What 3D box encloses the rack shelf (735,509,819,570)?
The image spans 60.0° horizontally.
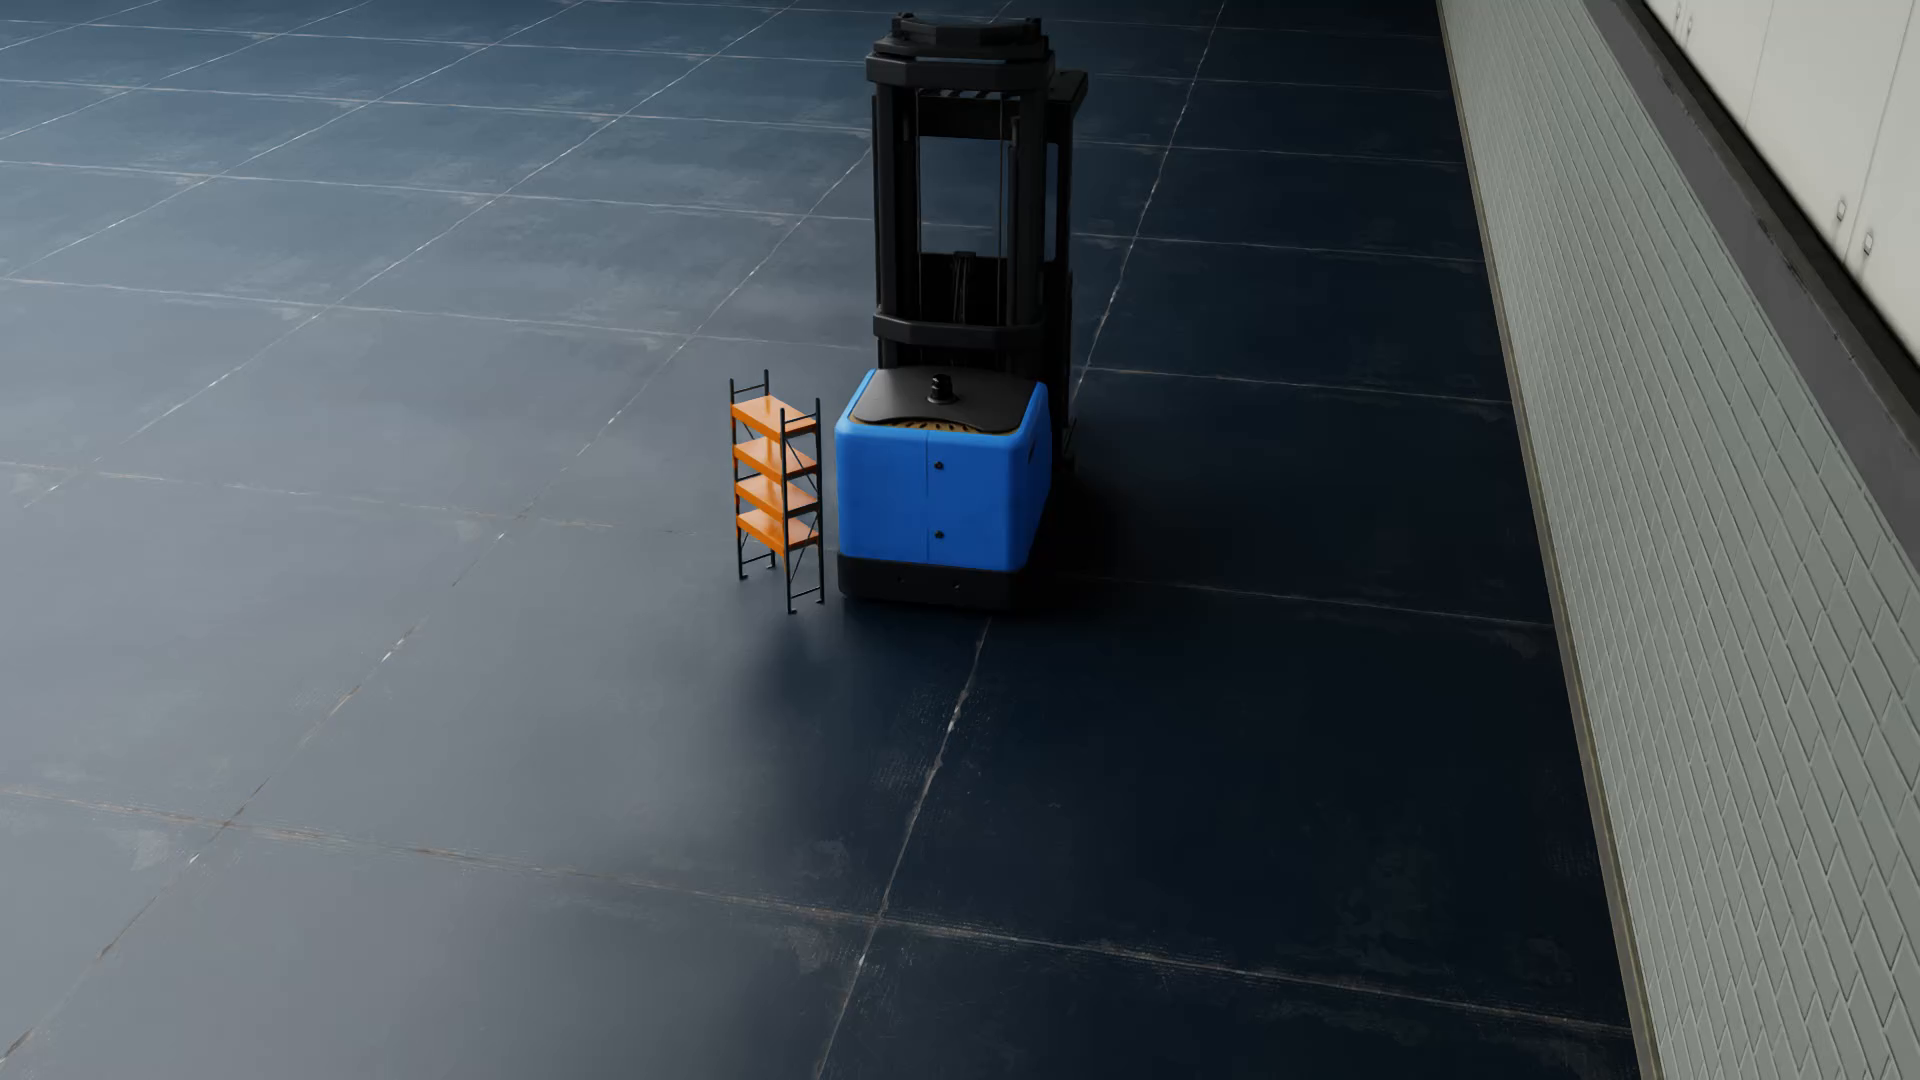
[{"bbox_3d":[-0.990,-0.026,9.094,0.258,0.148,0.480,-20,34,-34],"label":"rack shelf"}]

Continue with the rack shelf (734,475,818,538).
[{"bbox_3d":[-0.986,-0.202,9.002,0.258,0.148,0.480,-20,34,-34],"label":"rack shelf"}]

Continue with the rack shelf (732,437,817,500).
[{"bbox_3d":[-0.982,-0.399,8.897,0.258,0.148,0.480,-20,34,-34],"label":"rack shelf"}]

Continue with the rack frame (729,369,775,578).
[{"bbox_3d":[-1.138,-0.352,9.137,0.240,1.200,0.015,-20,34,-34],"label":"rack frame"}]

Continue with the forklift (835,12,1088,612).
[{"bbox_3d":[0.112,-1.591,9.604,1.130,2.935,3.031,5,29,9],"label":"forklift"}]

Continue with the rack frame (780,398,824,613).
[{"bbox_3d":[-0.832,-0.170,8.804,0.240,1.200,0.015,-20,34,-34],"label":"rack frame"}]

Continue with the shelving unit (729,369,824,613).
[{"bbox_3d":[-0.985,-0.261,8.970,0.258,1.200,0.503,-20,34,-34],"label":"shelving unit"}]

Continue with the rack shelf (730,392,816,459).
[{"bbox_3d":[-0.977,-0.609,8.787,0.258,0.148,0.480,-20,34,-34],"label":"rack shelf"}]
